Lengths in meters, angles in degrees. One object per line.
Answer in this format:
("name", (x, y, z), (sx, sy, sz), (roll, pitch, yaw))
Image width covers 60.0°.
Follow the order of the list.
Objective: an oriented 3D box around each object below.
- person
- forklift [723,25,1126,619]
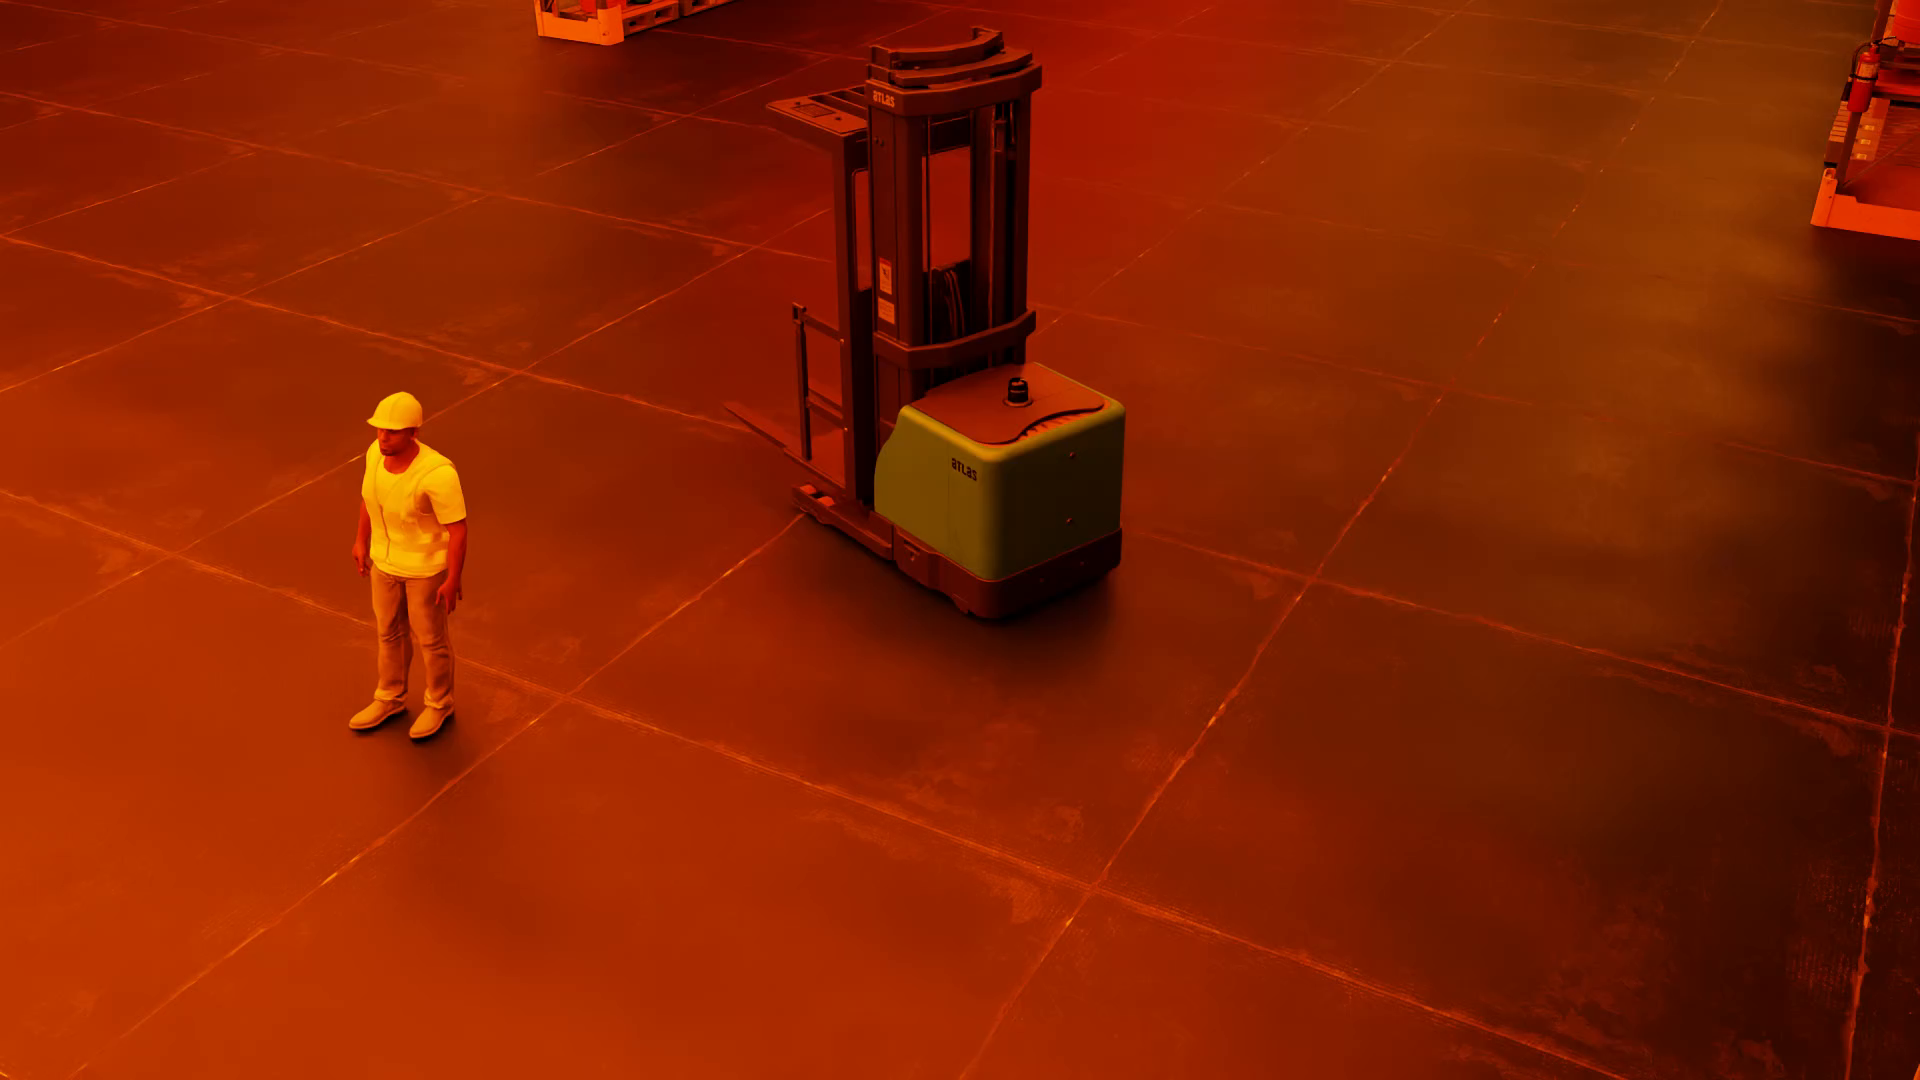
("person", (-2.685, 0.140, 7.982), (0.665, 1.768, 0.566), (16, 34, 25))
("forklift", (-0.382, -1.507, 9.682), (1.130, 2.935, 3.031), (-22, 37, -33))
